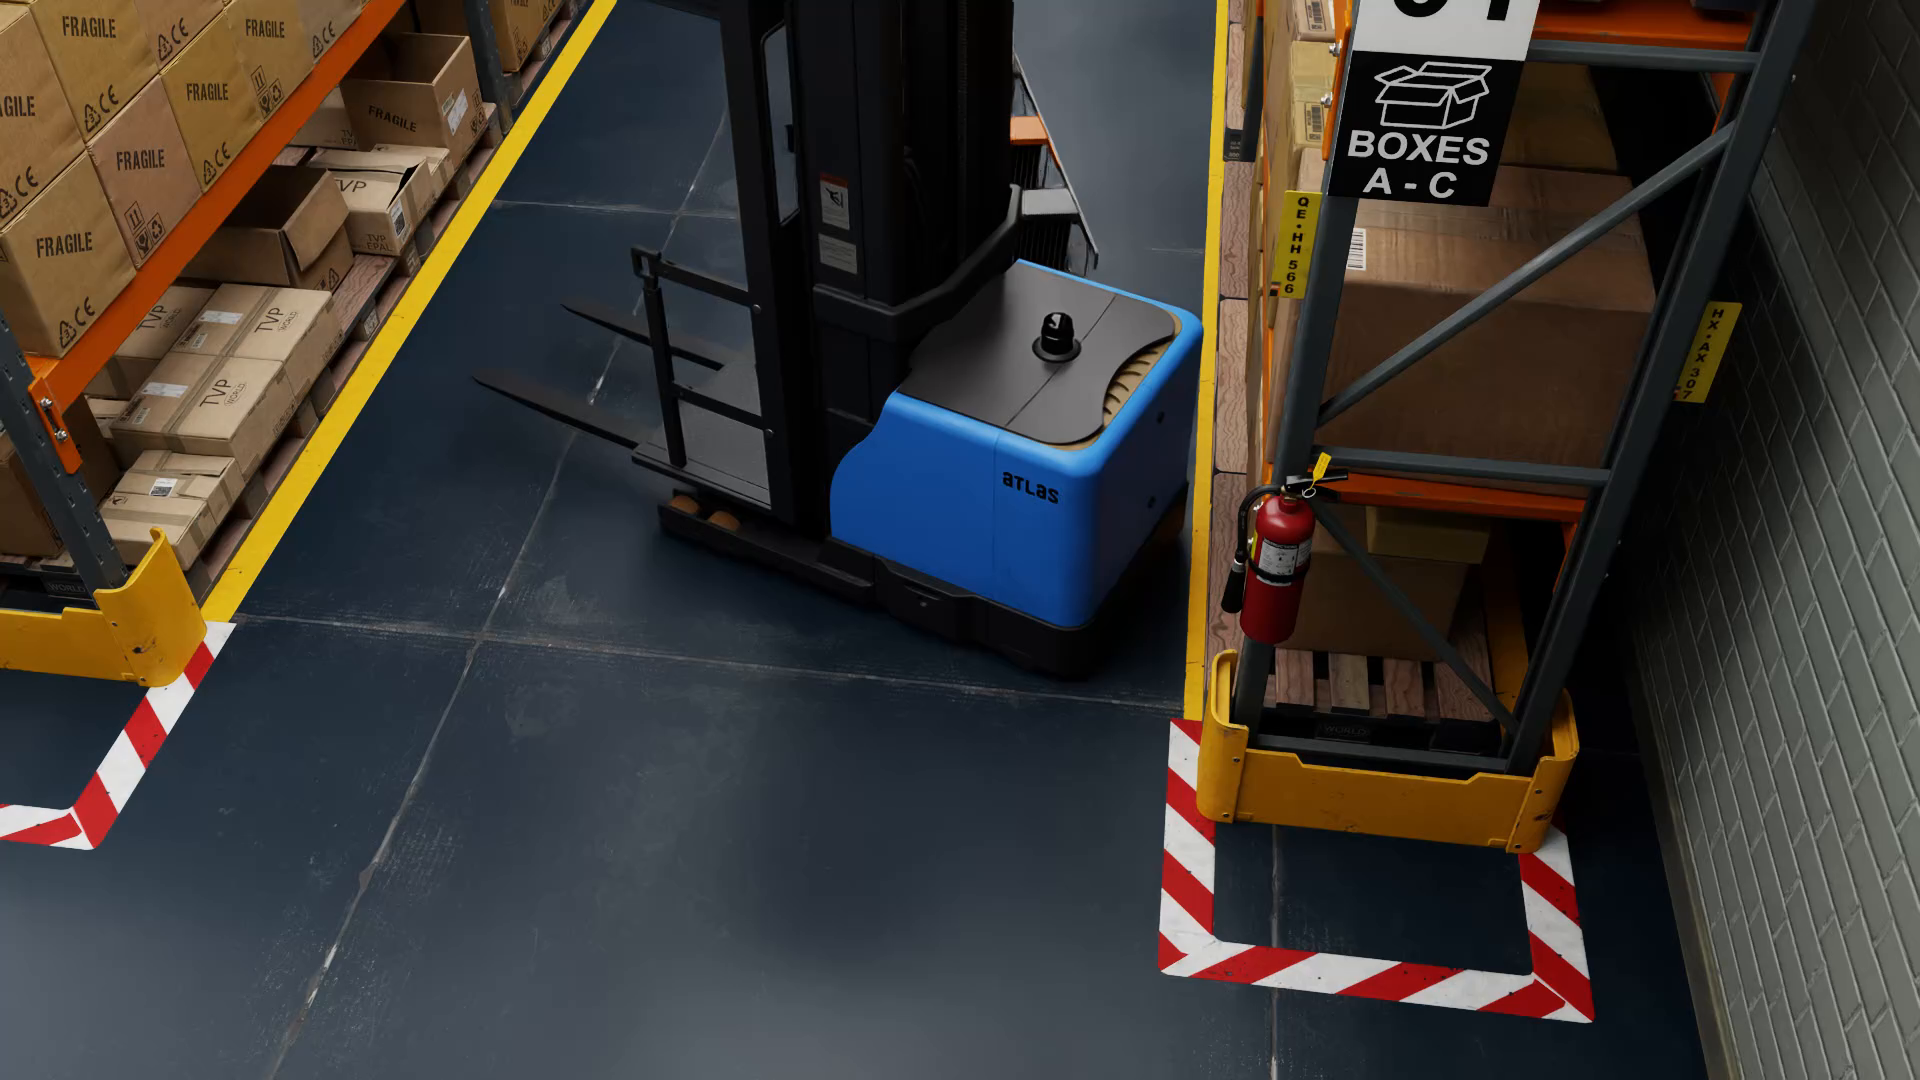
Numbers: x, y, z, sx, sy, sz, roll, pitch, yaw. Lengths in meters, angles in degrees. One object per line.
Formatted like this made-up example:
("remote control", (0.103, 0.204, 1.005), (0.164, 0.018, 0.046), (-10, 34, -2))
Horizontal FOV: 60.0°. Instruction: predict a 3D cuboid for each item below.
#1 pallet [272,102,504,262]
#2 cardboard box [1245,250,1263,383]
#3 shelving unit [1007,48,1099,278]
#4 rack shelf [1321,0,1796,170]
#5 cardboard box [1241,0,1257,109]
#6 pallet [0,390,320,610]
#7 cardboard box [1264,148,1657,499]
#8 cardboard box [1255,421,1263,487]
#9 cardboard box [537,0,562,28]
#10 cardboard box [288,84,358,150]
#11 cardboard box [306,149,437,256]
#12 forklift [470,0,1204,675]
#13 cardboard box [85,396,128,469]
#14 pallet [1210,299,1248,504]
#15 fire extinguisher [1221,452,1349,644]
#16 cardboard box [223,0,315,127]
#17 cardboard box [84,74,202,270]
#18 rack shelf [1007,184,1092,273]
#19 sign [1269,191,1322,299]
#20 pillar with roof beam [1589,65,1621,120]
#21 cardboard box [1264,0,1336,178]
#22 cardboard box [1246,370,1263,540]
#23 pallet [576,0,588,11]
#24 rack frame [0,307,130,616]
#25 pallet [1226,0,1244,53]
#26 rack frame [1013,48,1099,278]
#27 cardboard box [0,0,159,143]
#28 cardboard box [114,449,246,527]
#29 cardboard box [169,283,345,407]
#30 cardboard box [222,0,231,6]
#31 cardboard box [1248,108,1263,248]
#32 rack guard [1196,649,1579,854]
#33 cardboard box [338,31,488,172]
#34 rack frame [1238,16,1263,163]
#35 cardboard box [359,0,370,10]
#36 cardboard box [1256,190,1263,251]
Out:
("pallet", (-3.054, -1.900, 8.603), (1.003, 0.211, 1.213), (5, 44, 6))
("cardboard box", (1.608, -0.986, 7.122), (0.700, 0.500, 0.500), (6, 44, 6))
("shelving unit", (0.189, -1.834, 8.336), (0.503, 0.431, 2.100), (-3, 43, -10))
("rack shelf", (1.684, -2.398, 5.442), (1.077, 0.370, 4.000), (5, 44, 6))
("cardboard box", (1.906, -2.760, 8.741), (0.750, 0.750, 0.750), (6, 44, 6))
("pallet", (-3.377, -0.237, 6.847), (1.003, 0.211, 1.213), (5, 44, 6))
("cardboard box", (1.477, -0.664, 5.052), (0.980, 0.700, 0.700), (7, 44, 7))
("cardboard box", (1.249, -0.278, 5.902), (0.380, 0.149, 0.250), (5, 44, 5))
("cardboard box", (-2.597, -3.305, 9.557), (0.500, 0.500, 0.500), (6, 44, 6))
("cardboard box", (-3.232, -2.298, 8.631), (0.500, 0.311, 0.500), (5, 44, 6))
("cardboard box", (-2.856, -1.639, 7.935), (0.500, 0.311, 0.500), (5, 44, 6))
("forklift", (-0.634, -1.310, 6.002), (3.031, 2.935, 1.130), (21, 47, 21))
("cardboard box", (-3.521, -0.446, 6.781), (0.380, 0.166, 0.250), (5, 44, 6))
("pallet", (1.612, -0.575, 7.204), (1.003, 0.211, 1.213), (5, 44, 6))
("fire extinguisher", (0.942, 0.017, 4.877), (0.296, 0.674, 0.183), (5, 44, 6))
("cardboard box", (-2.971, -2.004, 6.612), (0.500, 0.500, 0.500), (6, 44, 6))
("cardboard box", (-3.108, -1.321, 5.891), (0.500, 0.500, 0.500), (5, 44, 5))
("rack shelf", (0.308, -1.355, 7.819), (0.480, 0.431, 0.518), (-3, 43, -10))
("sign", (0.884, -0.772, 4.369), (0.100, 0.325, 0.005), (5, 44, 6))
("pillar with roof beam", (-1.554, -4.947, 5.430), (9.100, 9.000, 0.400), (5, 44, 6))
("cardboard box", (1.672, -1.680, 6.124), (0.980, 0.700, 0.700), (3, 44, 3))
("cardboard box", (1.479, -0.279, 6.376), (0.700, 0.500, 0.500), (5, 44, 5))
("pallet", (-2.733, -3.760, 10.567), (1.003, 0.211, 1.213), (5, 44, 6))
("rack frame", (-3.491, -0.655, 5.260), (1.000, 3.000, 0.127), (5, 44, 6))
("pallet", (2.135, -3.287, 10.068), (1.003, 0.211, 1.213), (5, 44, 6))
("rack frame", (0.429, -1.848, 8.377), (0.015, 0.400, 2.100), (-3, 43, -10))
("cardboard box", (-3.109, -1.689, 5.553), (0.500, 0.500, 0.500), (6, 44, 6))
("cardboard box", (-3.062, -0.210, 6.531), (0.380, 0.166, 0.250), (5, 44, 6))
("cardboard box", (-3.006, -0.842, 7.138), (0.500, 0.250, 0.500), (5, 44, 6))
("cardboard box", (-2.972, -2.376, 6.278), (0.500, 0.500, 0.500), (5, 44, 5))
("cardboard box", (1.748, -1.677, 7.853), (0.700, 0.500, 0.500), (6, 44, 6))
("rack guard", (1.416, 0.717, 5.629), (1.175, 0.500, 0.348), (5, 44, 6))
("cardboard box", (-2.756, -2.219, 8.410), (0.500, 0.500, 0.500), (5, 44, 6))
("rack frame", (1.948, -2.933, 7.666), (1.000, 3.000, 0.127), (5, 44, 6))
("cardboard box", (-2.841, -2.702, 7.349), (0.500, 0.500, 0.500), (6, 44, 7))
("cardboard box", (1.453, -1.340, 7.025), (0.380, 0.149, 0.250), (4, 44, 4))
